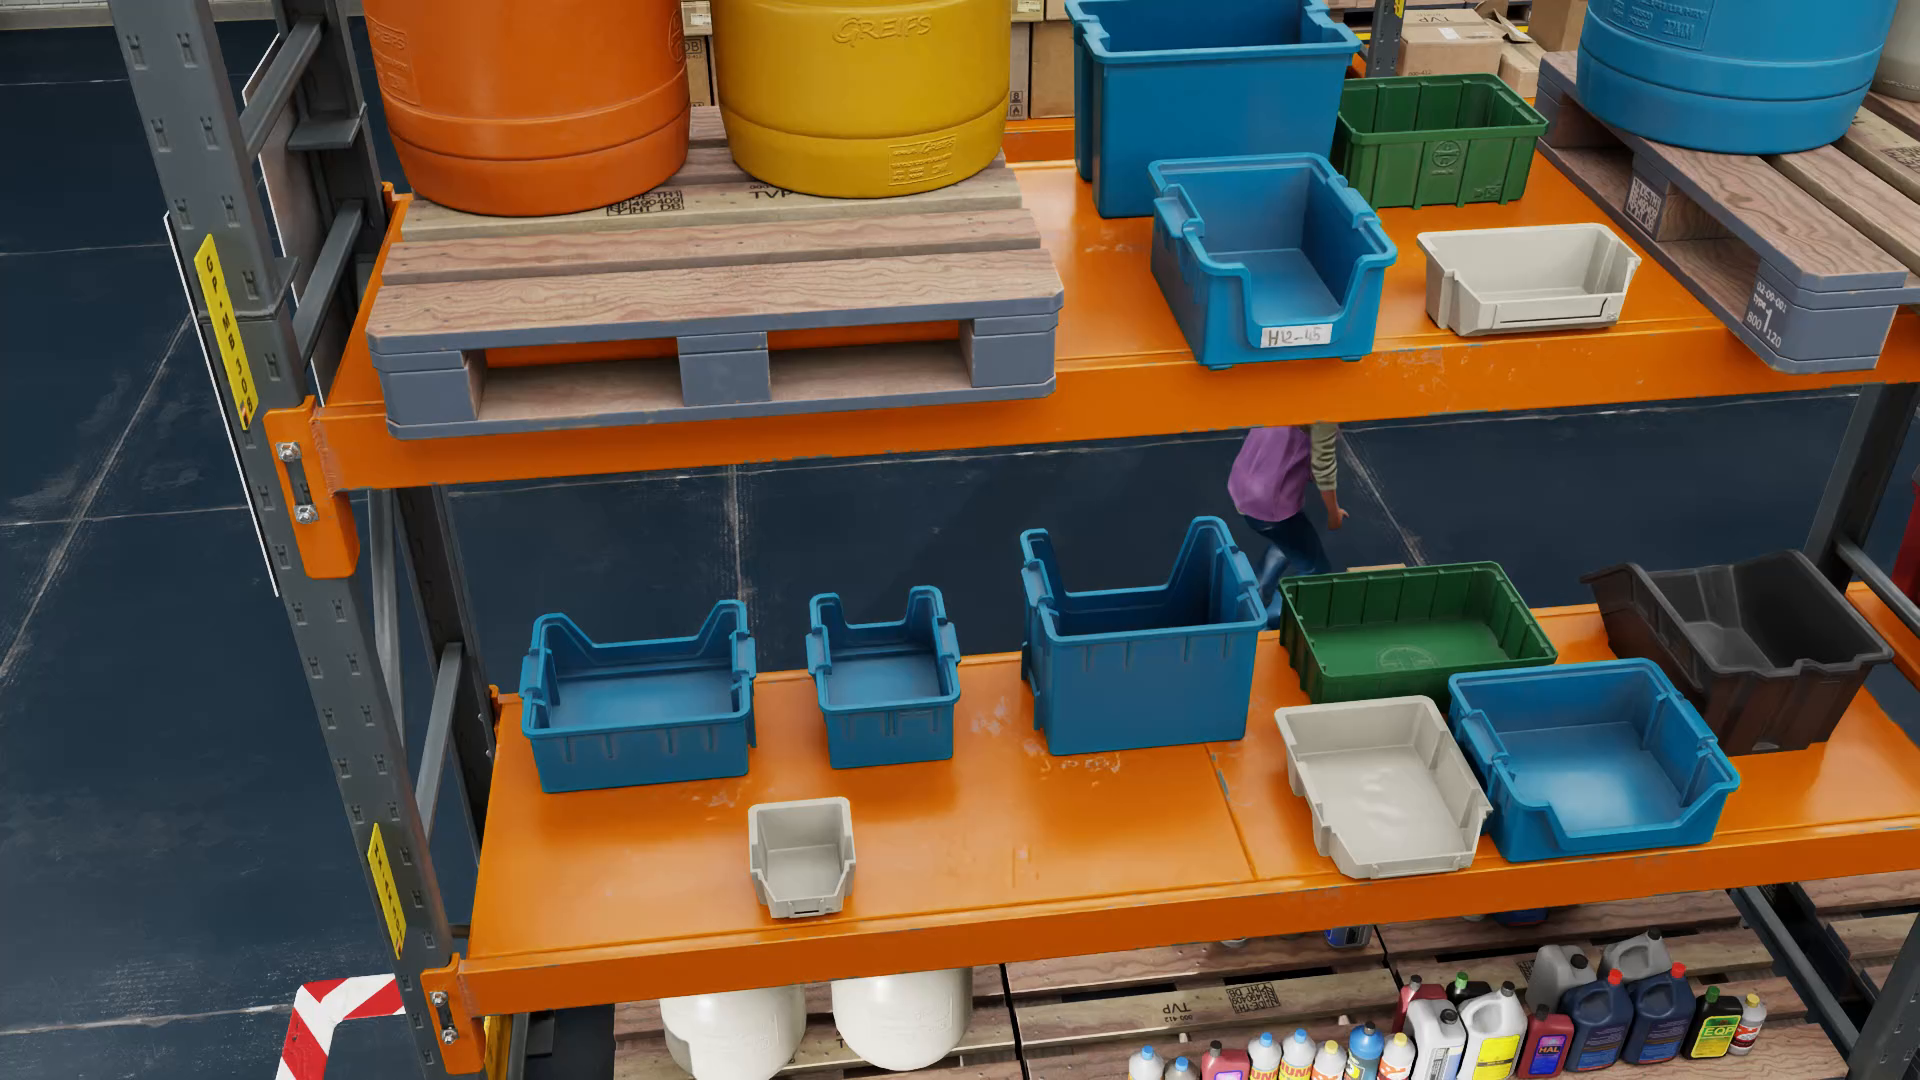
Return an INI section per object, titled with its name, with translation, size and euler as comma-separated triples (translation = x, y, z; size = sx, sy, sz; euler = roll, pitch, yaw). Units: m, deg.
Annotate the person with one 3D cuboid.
[person]
translation = 1.308, -0.190, 6.547
size = 0.518, 1.464, 0.451
euler = -4, 35, -6
